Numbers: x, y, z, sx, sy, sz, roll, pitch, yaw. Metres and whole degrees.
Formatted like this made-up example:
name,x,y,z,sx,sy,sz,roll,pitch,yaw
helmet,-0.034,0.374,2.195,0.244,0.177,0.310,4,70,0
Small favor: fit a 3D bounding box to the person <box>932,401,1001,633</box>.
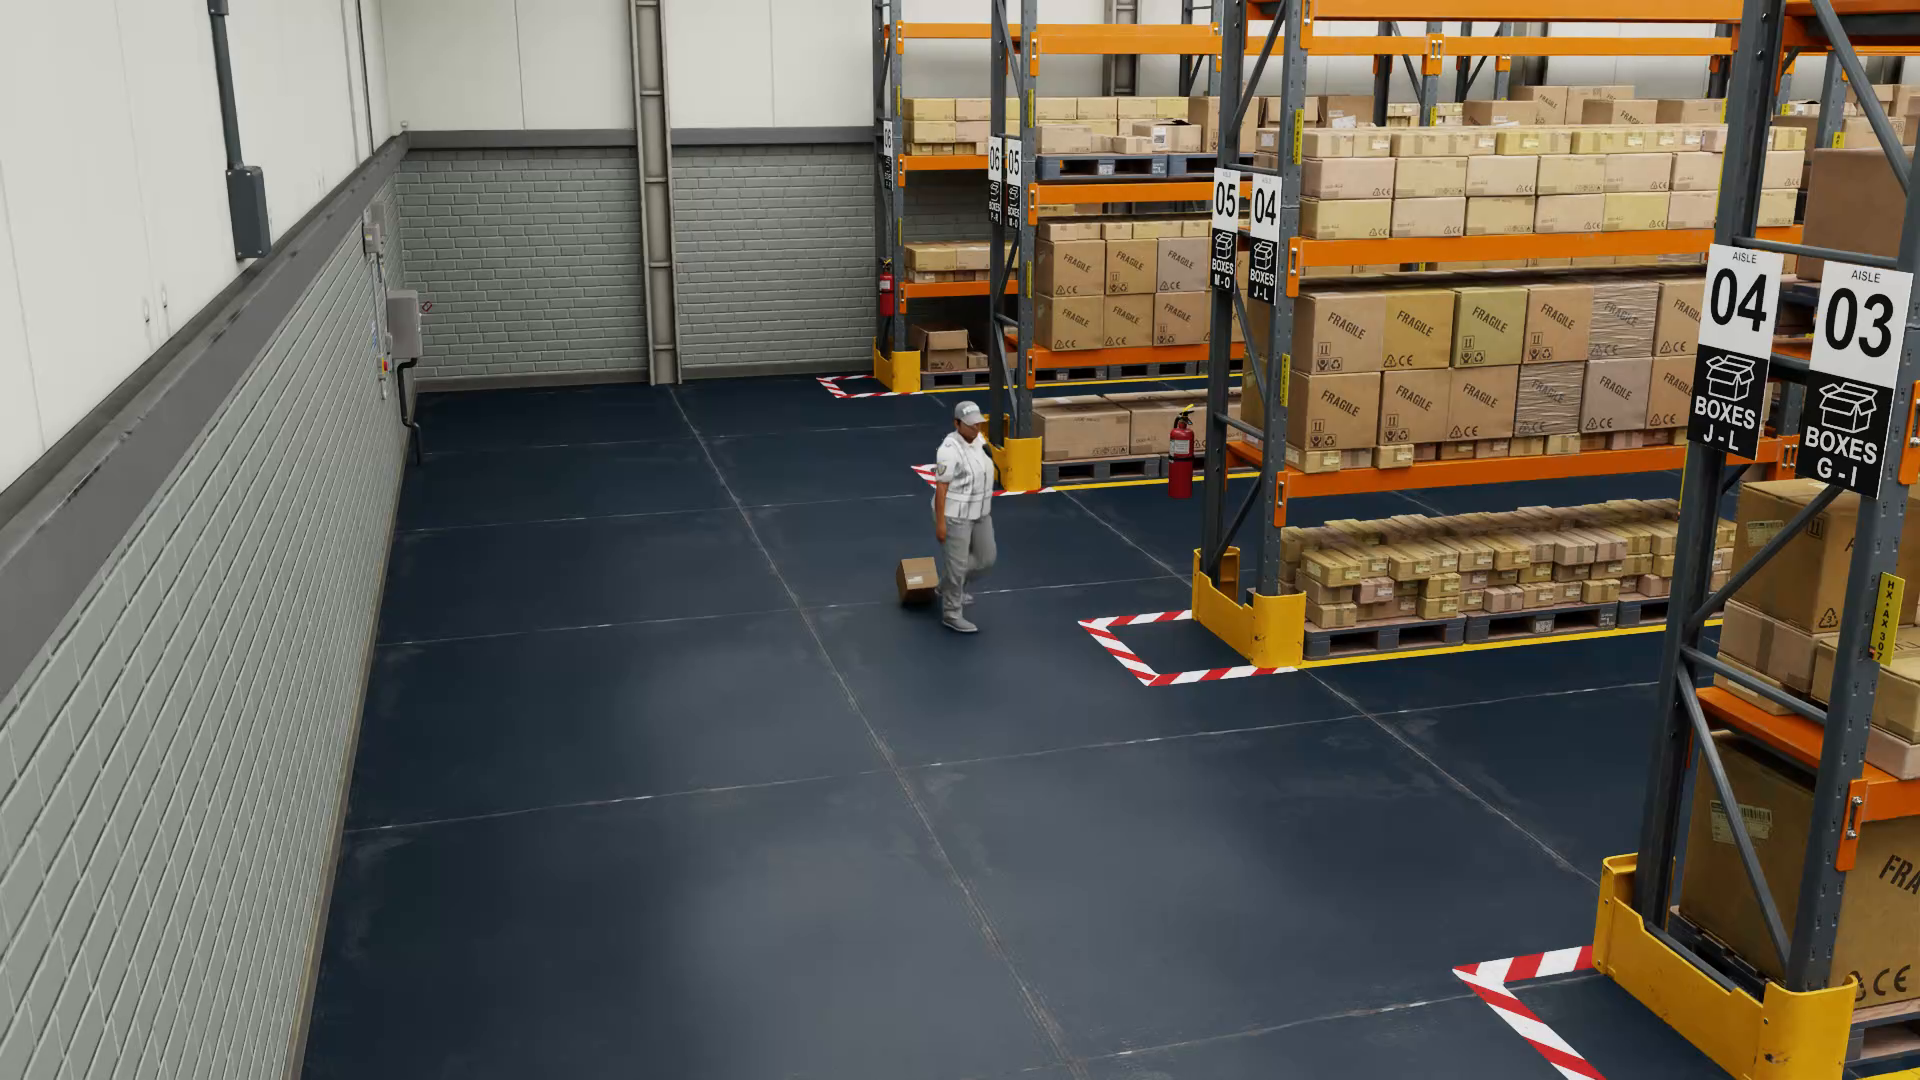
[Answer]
name,x,y,z,sx,sy,sz,roll,pitch,yaw
person,-0.003,-0.184,11.665,0.580,1.657,0.557,12,20,36
